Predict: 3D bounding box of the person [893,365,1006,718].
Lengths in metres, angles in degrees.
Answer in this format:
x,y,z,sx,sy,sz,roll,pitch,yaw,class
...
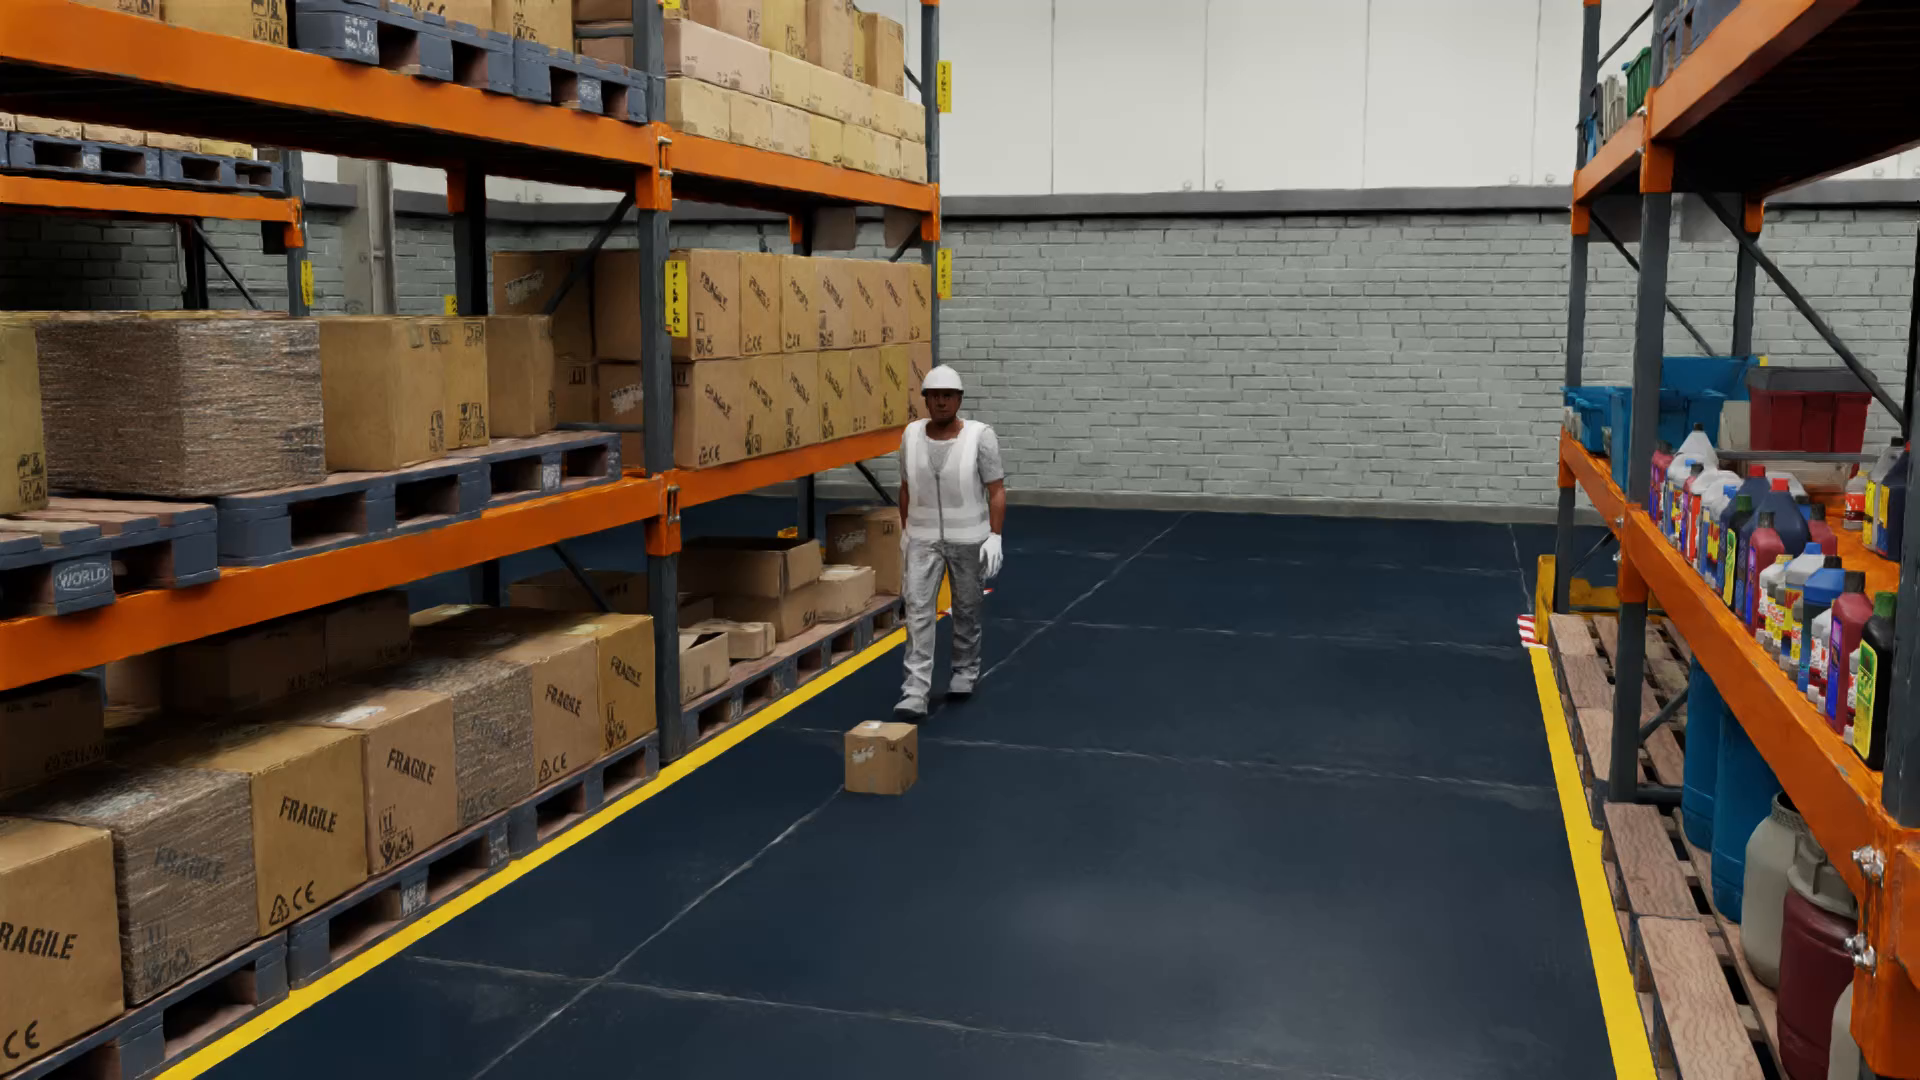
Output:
x,y,z,sx,sy,sz,roll,pitch,yaw,class
-0.062,-0.003,8.309,0.582,1.730,0.978,1,8,9,person
